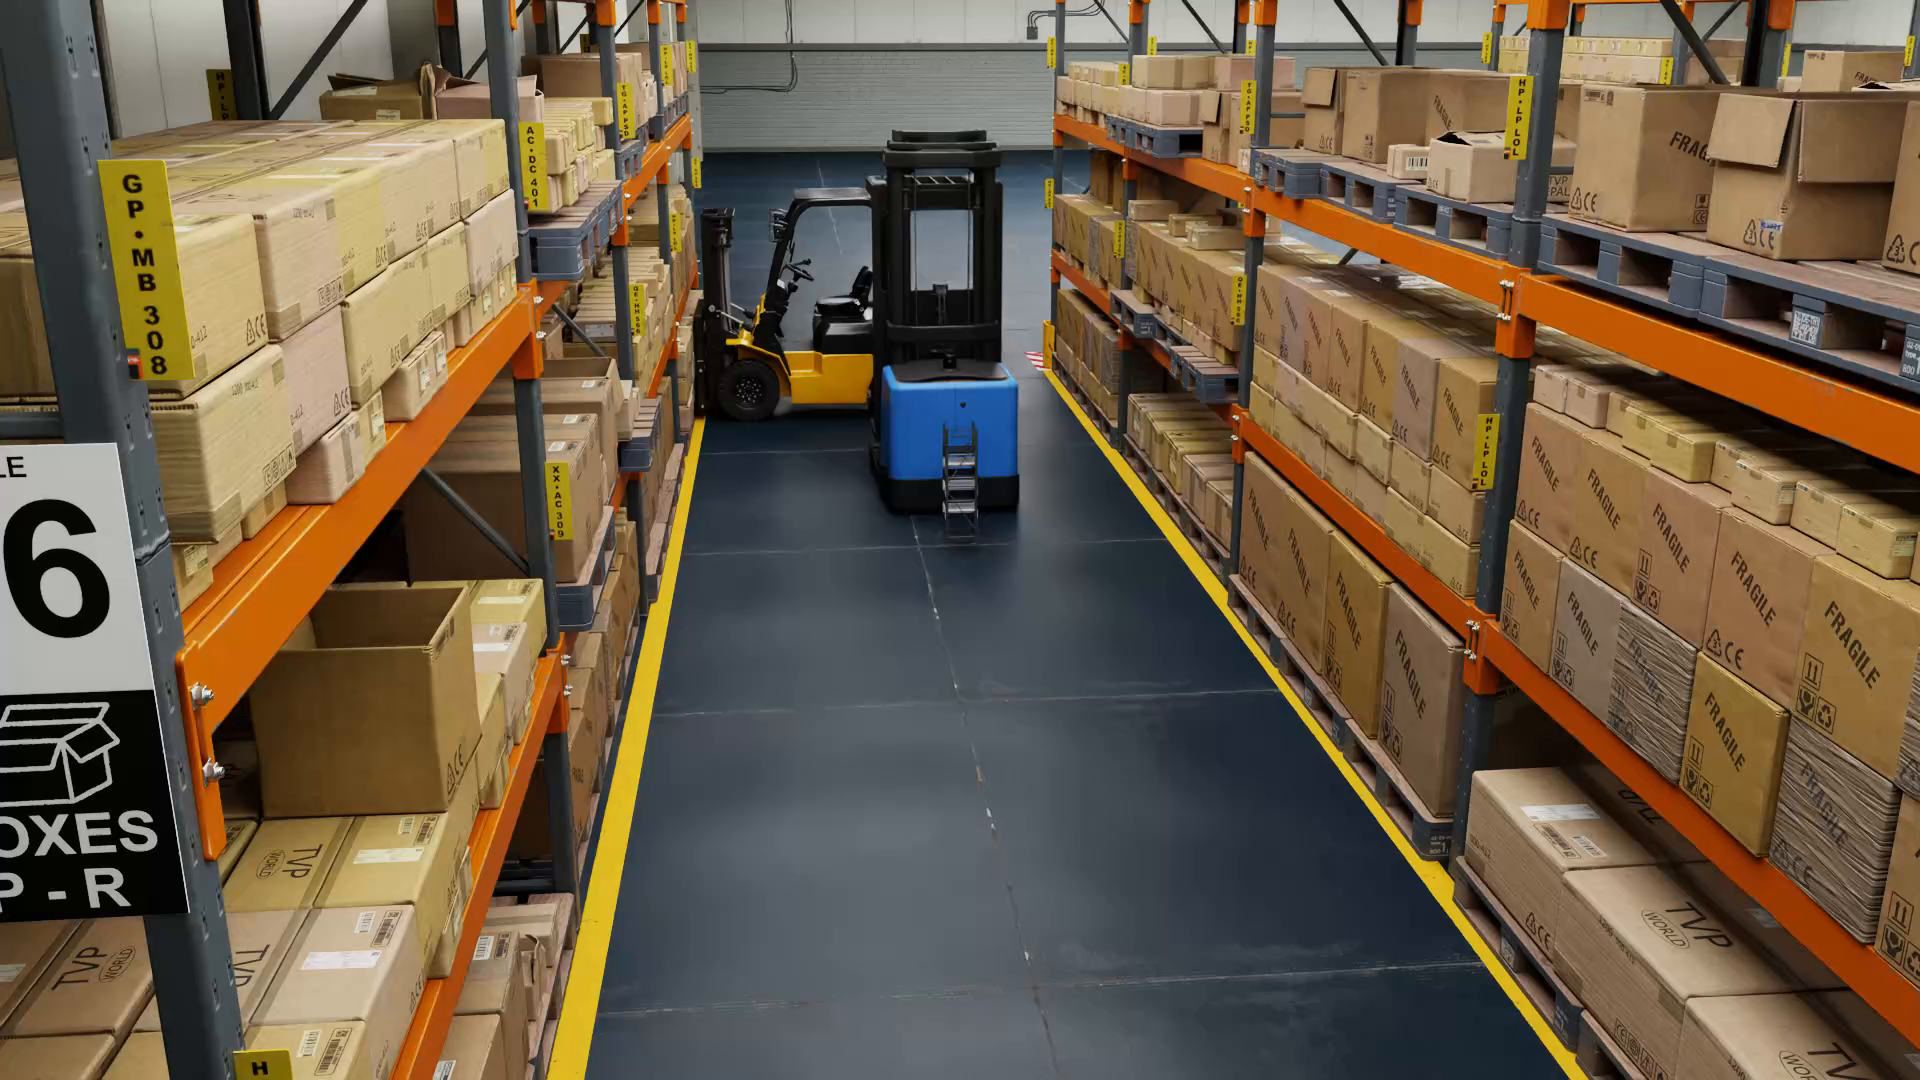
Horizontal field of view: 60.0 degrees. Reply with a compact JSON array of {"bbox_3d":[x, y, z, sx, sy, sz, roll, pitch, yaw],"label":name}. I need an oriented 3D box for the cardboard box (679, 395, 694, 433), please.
[{"bbox_3d":[-2.709,-1.151,15.225,0.500,0.250,0.500,-2,18,-5],"label":"cardboard box"}]

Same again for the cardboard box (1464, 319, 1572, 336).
[{"bbox_3d":[2.885,-0.844,8.522,0.500,0.500,0.500,-2,18,-7],"label":"cardboard box"}]

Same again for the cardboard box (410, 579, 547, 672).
[{"bbox_3d":[-1.868,0.349,6.311,0.500,0.250,0.500,-1,17,-4],"label":"cardboard box"}]

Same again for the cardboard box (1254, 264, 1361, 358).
[{"bbox_3d":[2.169,-1.441,10.424,0.500,0.500,0.500,-2,18,-7],"label":"cardboard box"}]

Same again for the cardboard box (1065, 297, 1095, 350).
[{"bbox_3d":[1.406,-2.289,17.598,0.500,0.500,0.500,-2,18,-8],"label":"cardboard box"}]

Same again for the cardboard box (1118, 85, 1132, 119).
[{"bbox_3d":[1.610,-3.636,13.793,0.500,0.250,0.500,-2,18,-7],"label":"cardboard box"}]

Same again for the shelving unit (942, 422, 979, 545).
[{"bbox_3d":[0.001,-0.427,12.535,0.258,0.900,0.210,-2,18,-6],"label":"shelving unit"}]

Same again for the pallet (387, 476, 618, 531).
[{"bbox_3d":[-2.370,-0.246,8.772,1.003,0.211,1.213,-2,18,-6],"label":"pallet"}]

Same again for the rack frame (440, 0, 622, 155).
[{"bbox_3d":[-2.575,-3.779,9.690,1.000,3.000,0.127,-2,18,-6],"label":"rack frame"}]

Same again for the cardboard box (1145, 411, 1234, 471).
[{"bbox_3d":[2.083,-0.839,14.028,0.950,0.372,0.625,-1,17,-2],"label":"cardboard box"}]

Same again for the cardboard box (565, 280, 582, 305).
[{"bbox_3d":[-2.988,-1.821,12.220,0.380,0.149,0.250,-1,17,-4],"label":"cardboard box"}]

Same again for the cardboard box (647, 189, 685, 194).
[{"bbox_3d":[-3.044,-3.549,17.228,0.380,0.149,0.250,-1,17,-4],"label":"cardboard box"}]

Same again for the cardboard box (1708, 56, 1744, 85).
[{"bbox_3d":[7.090,-4.350,15.402,0.500,0.250,0.500,-2,18,-5],"label":"cardboard box"}]

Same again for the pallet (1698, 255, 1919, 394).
[{"bbox_3d":[2.971,-0.661,4.916,1.003,0.211,1.213,-2,18,-6],"label":"pallet"}]

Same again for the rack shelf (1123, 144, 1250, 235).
[{"bbox_3d":[2.155,-2.755,12.637,1.077,0.370,4.000,-2,18,-6],"label":"rack shelf"}]

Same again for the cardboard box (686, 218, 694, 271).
[{"bbox_3d":[-3.044,-3.054,17.231,0.500,0.500,0.500,-1,17,-4],"label":"cardboard box"}]

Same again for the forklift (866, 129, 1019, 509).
[{"bbox_3d":[-0.221,-2.041,14.284,1.130,2.935,3.031,-2,18,-7],"label":"forklift"}]

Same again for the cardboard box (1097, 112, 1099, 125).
[{"bbox_3d":[1.548,-4.122,16.211,0.380,0.149,0.250,-2,18,-6],"label":"cardboard box"}]

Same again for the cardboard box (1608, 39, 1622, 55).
[{"bbox_3d":[6.431,-4.709,15.882,0.380,0.149,0.250,-1,17,-5],"label":"cardboard box"}]

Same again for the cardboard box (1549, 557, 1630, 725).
[{"bbox_3d":[2.610,0.371,6.321,0.500,0.500,0.500,-2,18,-5],"label":"cardboard box"}]

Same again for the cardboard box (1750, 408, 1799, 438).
[{"bbox_3d":[3.102,-0.400,6.025,0.380,0.149,0.250,-2,18,-6],"label":"cardboard box"}]

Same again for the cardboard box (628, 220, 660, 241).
[{"bbox_3d":[-2.726,-2.711,14.560,0.380,0.149,0.250,-1,17,-5],"label":"cardboard box"}]

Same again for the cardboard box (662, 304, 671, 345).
[{"bbox_3d":[-2.618,-1.745,13.478,0.500,0.250,0.500,-2,18,-6],"label":"cardboard box"}]

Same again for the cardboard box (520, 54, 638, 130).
[{"bbox_3d":[-2.559,-3.014,11.227,0.700,0.500,0.500,-2,18,-7],"label":"cardboard box"}]

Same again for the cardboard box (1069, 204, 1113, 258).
[{"bbox_3d":[1.420,-3.188,17.162,0.500,0.500,0.500,-2,18,-7],"label":"cardboard box"}]

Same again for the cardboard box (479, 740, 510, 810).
[{"bbox_3d":[-1.725,0.790,5.572,0.380,0.149,0.250,-2,18,-6],"label":"cardboard box"}]

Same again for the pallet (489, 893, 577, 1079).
[{"bbox_3d":[-2.093,1.810,6.558,1.003,0.211,1.213,-2,18,-6],"label":"pallet"}]

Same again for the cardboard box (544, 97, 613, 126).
[{"bbox_3d":[-2.246,-2.515,9.760,0.380,0.149,0.250,-1,17,-4],"label":"cardboard box"}]

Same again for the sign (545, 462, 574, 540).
[{"bbox_3d":[-1.624,-0.157,6.724,0.100,0.325,0.005,-2,18,-6],"label":"sign"}]

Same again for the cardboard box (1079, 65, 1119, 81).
[{"bbox_3d":[1.395,-4.655,16.576,0.380,0.149,0.250,-1,17,-4],"label":"cardboard box"}]

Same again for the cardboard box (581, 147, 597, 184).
[{"bbox_3d":[-1.923,-1.766,7.837,0.380,0.149,0.250,-1,17,-4],"label":"cardboard box"}]

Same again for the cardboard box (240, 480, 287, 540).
[{"bbox_3d":[-1.614,-0.101,3.402,0.380,0.149,0.250,-2,18,-5],"label":"cardboard box"}]

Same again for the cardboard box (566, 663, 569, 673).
[{"bbox_3d":[-2.120,0.605,8.130,0.380,0.149,0.250,-2,18,-7],"label":"cardboard box"}]

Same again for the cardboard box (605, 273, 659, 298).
[{"bbox_3d":[-2.466,-1.914,12.516,0.380,0.149,0.250,-2,18,-7],"label":"cardboard box"}]

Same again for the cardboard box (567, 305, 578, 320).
[{"bbox_3d":[-3.002,-1.510,11.896,0.500,0.250,0.500,-2,18,-6],"label":"cardboard box"}]

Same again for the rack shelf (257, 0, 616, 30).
[{"bbox_3d":[-2.369,-2.649,7.960,1.077,0.370,4.000,-2,18,-6],"label":"rack shelf"}]

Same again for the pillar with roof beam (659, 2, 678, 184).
[{"bbox_3d":[-1.800,-11.423,34.038,9.100,9.000,0.400,-2,18,-6],"label":"pillar with roof beam"}]

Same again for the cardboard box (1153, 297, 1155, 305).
[{"bbox_3d":[1.814,-2.012,13.796,0.380,0.149,0.250,-1,17,-2],"label":"cardboard box"}]

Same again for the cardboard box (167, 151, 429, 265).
[{"bbox_3d":[-1.708,-0.866,4.339,0.500,0.250,0.500,-1,17,-4],"label":"cardboard box"}]

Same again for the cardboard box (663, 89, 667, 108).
[{"bbox_3d":[-2.732,-3.811,14.351,0.380,0.149,0.250,-1,17,-4],"label":"cardboard box"}]

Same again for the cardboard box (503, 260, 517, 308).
[{"bbox_3d":[-1.832,-0.938,6.069,0.380,0.149,0.250,-2,18,-6],"label":"cardboard box"}]

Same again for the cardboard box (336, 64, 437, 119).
[{"bbox_3d":[-2.323,-1.790,6.728,0.396,0.266,0.258,-2,18,-6],"label":"cardboard box"}]

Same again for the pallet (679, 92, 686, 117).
[{"bbox_3d":[-3.353,-4.477,17.071,1.003,0.211,1.213,-2,18,-6],"label":"pallet"}]

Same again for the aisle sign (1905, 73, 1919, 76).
[{"bbox_3d":[11.089,-5.010,19.288,0.394,0.787,0.004,-2,18,-6],"label":"aisle sign"}]

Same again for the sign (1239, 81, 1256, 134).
[{"bbox_3d":[1.821,-2.733,10.502,0.100,0.325,0.005,-2,18,-6],"label":"sign"}]

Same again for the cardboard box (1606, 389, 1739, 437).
[{"bbox_3d":[2.659,-0.461,6.217,0.380,0.149,0.250,-2,18,-6],"label":"cardboard box"}]

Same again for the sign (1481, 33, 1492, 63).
[{"bbox_3d":[5.897,-5.508,18.615,0.100,0.325,0.005,-2,18,-6],"label":"sign"}]

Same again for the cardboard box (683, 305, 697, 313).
[{"bbox_3d":[-2.922,-2.236,17.012,0.500,0.250,0.500,-2,17,-5],"label":"cardboard box"}]

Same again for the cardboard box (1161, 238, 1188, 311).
[{"bbox_3d":[1.865,-2.054,12.849,0.500,0.500,0.500,-2,18,-8],"label":"cardboard box"}]

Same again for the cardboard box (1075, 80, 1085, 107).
[{"bbox_3d":[1.443,-4.494,16.731,0.500,0.250,0.500,-1,17,-4],"label":"cardboard box"}]

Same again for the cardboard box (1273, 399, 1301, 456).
[{"bbox_3d":[2.232,-0.693,10.128,0.500,0.250,0.500,-2,18,-7],"label":"cardboard box"}]

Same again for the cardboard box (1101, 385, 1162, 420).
[{"bbox_3d":[1.621,-1.319,15.760,0.500,0.250,0.500,-1,17,-3],"label":"cardboard box"}]

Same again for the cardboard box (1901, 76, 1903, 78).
[{"bbox_3d":[7.262,-3.567,13.304,0.500,0.311,0.500,-2,18,-8],"label":"cardboard box"}]

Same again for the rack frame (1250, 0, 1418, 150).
[{"bbox_3d":[2.361,-3.933,10.182,1.000,3.000,0.127,-2,18,-6],"label":"rack frame"}]
